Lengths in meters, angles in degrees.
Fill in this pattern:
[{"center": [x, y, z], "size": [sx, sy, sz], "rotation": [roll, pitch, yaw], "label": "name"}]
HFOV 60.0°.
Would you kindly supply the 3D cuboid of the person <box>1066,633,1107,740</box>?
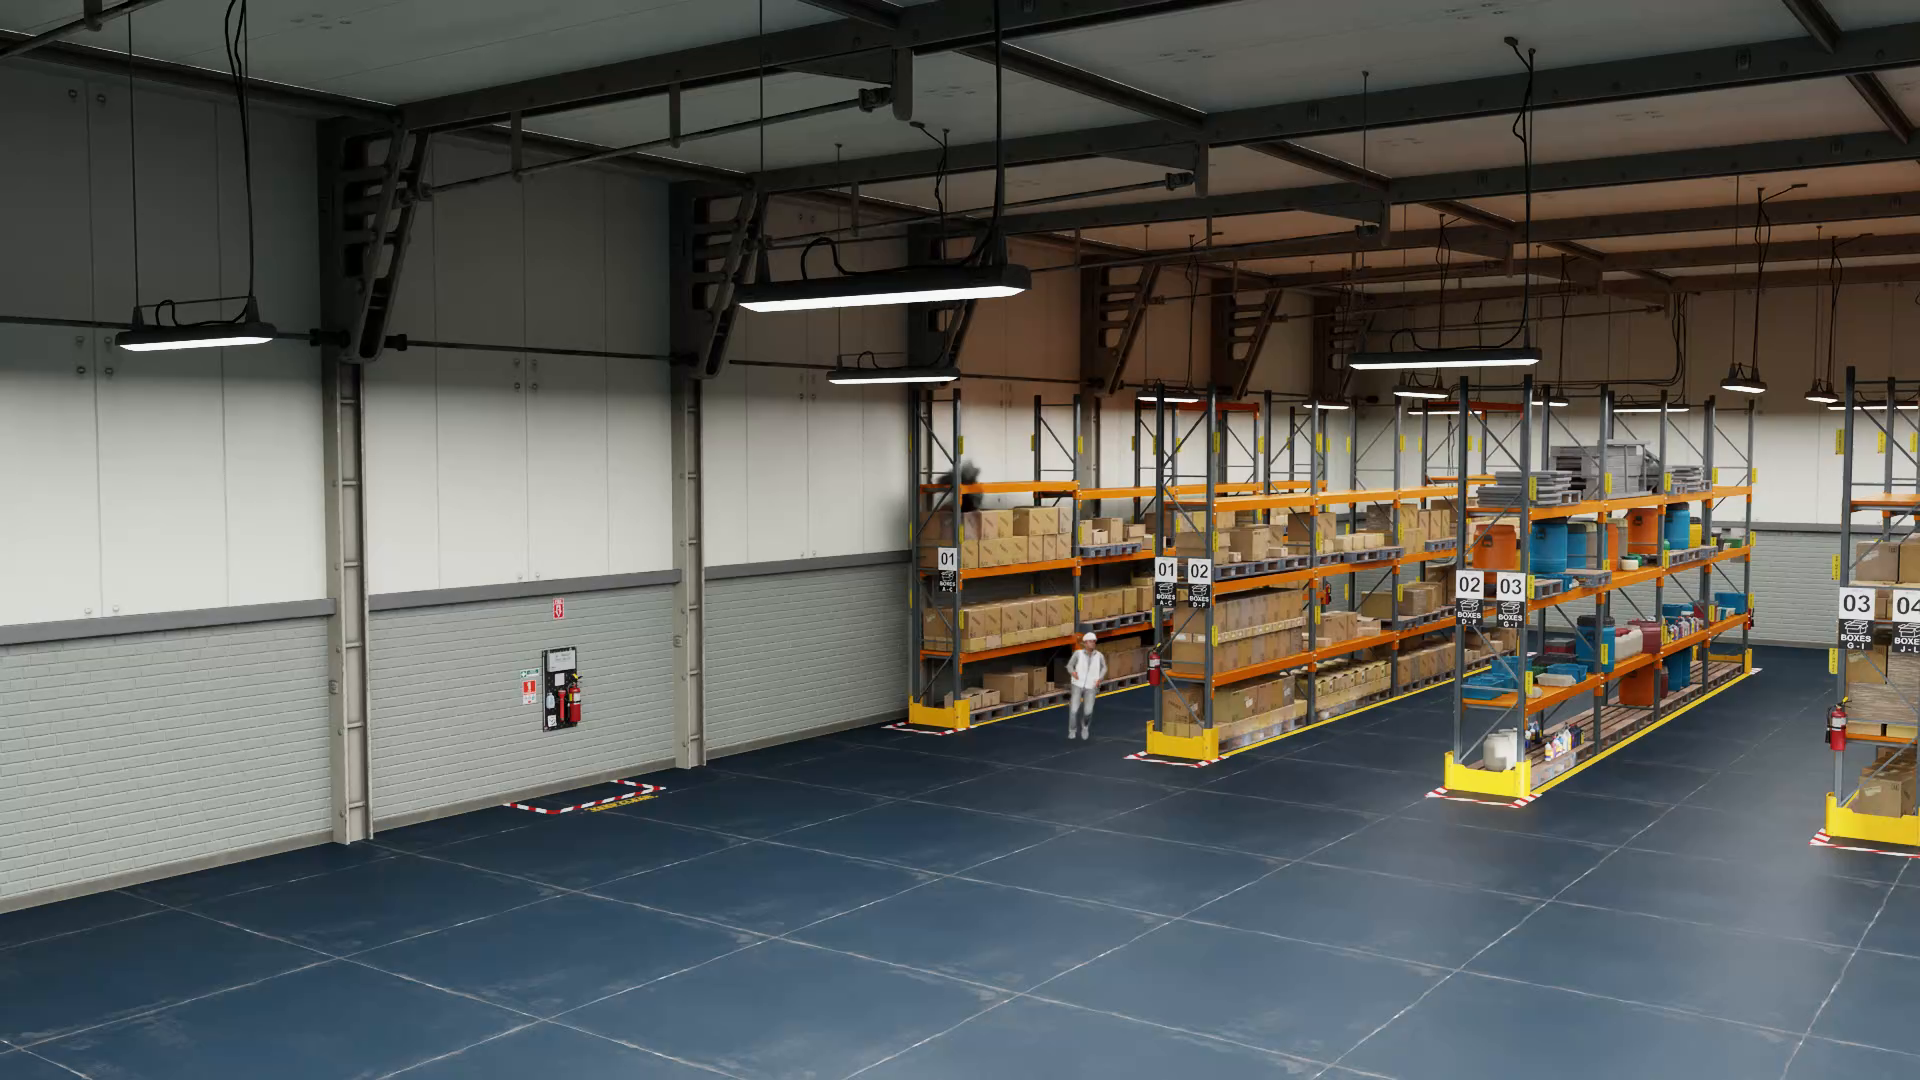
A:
[{"center": [2.032, 2.355, 26.673], "size": [0.664, 1.739, 0.535], "rotation": [0, 3, 4], "label": "person"}]
